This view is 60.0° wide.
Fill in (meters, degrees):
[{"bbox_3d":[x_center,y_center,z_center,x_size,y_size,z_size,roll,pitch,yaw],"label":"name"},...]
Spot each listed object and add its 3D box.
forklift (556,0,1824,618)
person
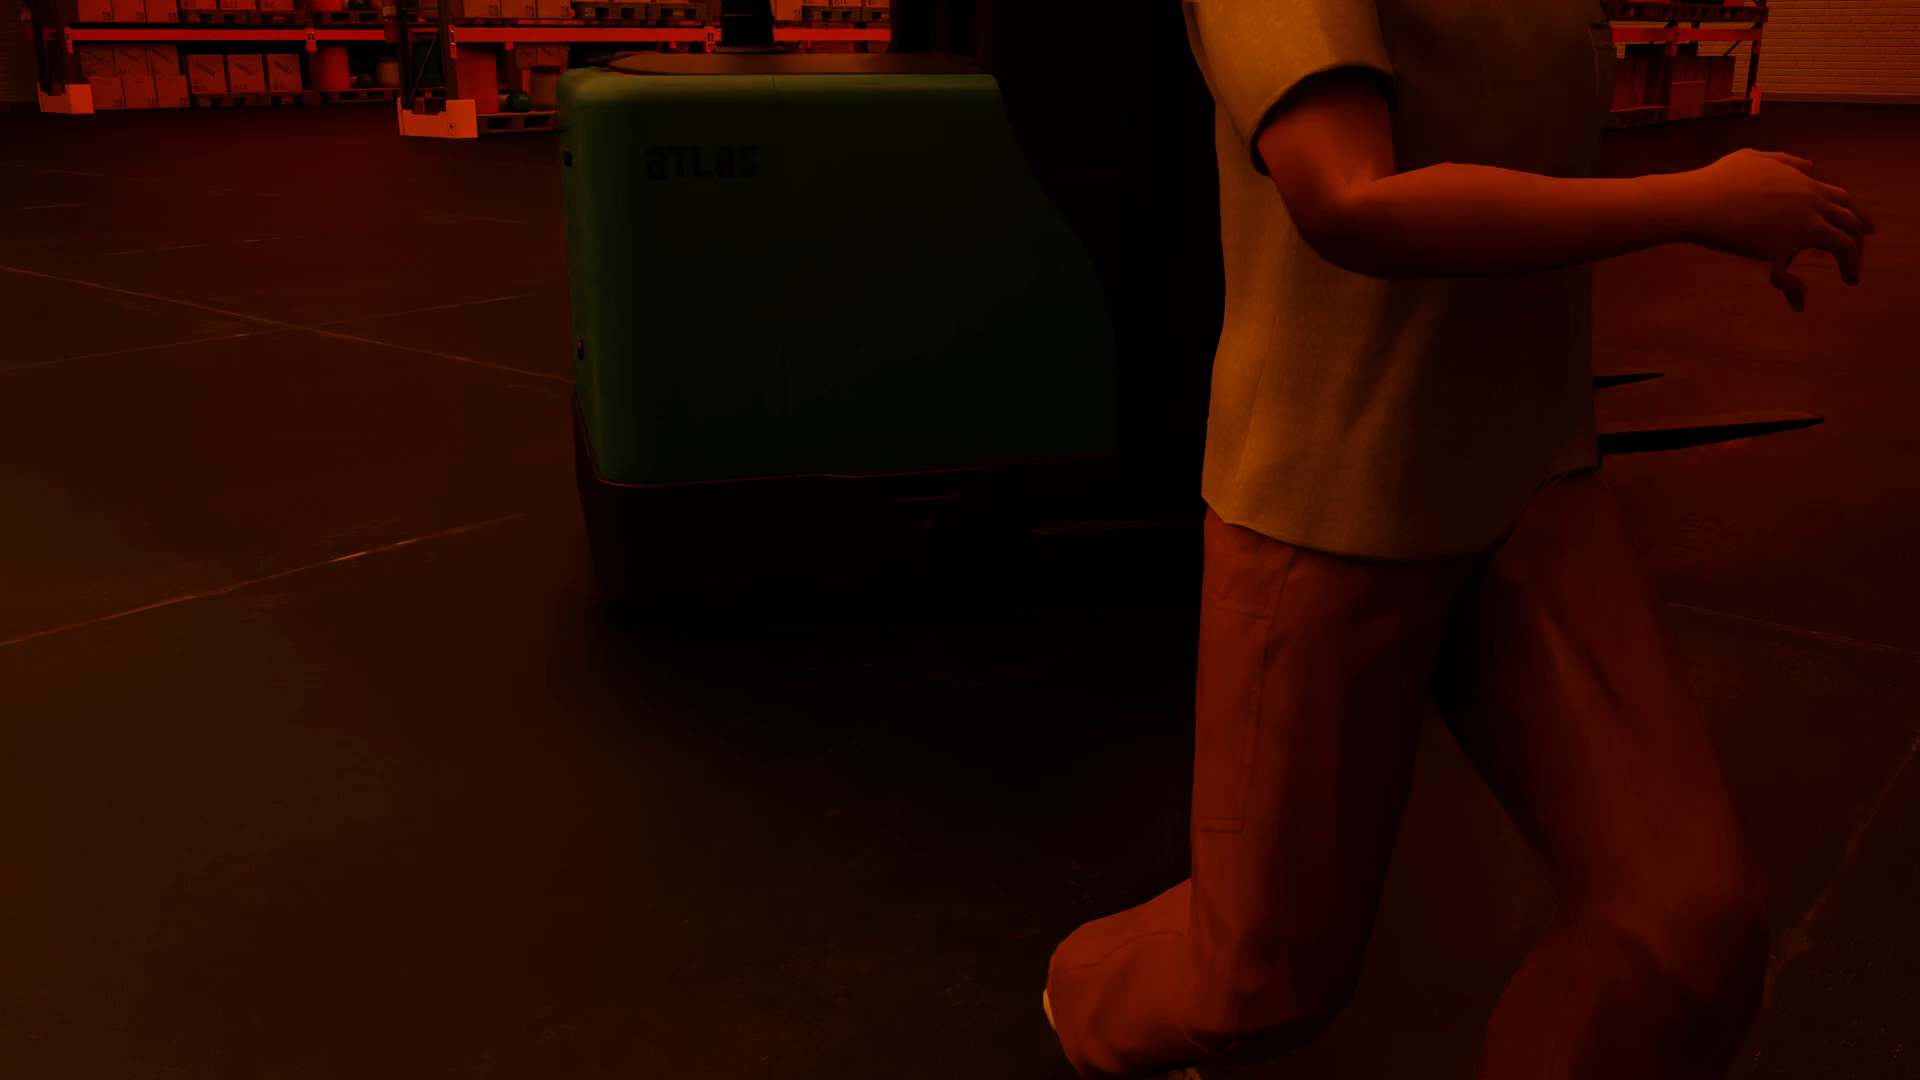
[{"bbox_3d":[0.623,-1.467,3.727,3.031,2.935,1.130,-5,18,-15],"label":"forklift"},{"bbox_3d":[0.369,-0.043,1.396,0.495,1.593,0.836,-10,19,-29],"label":"person"}]
